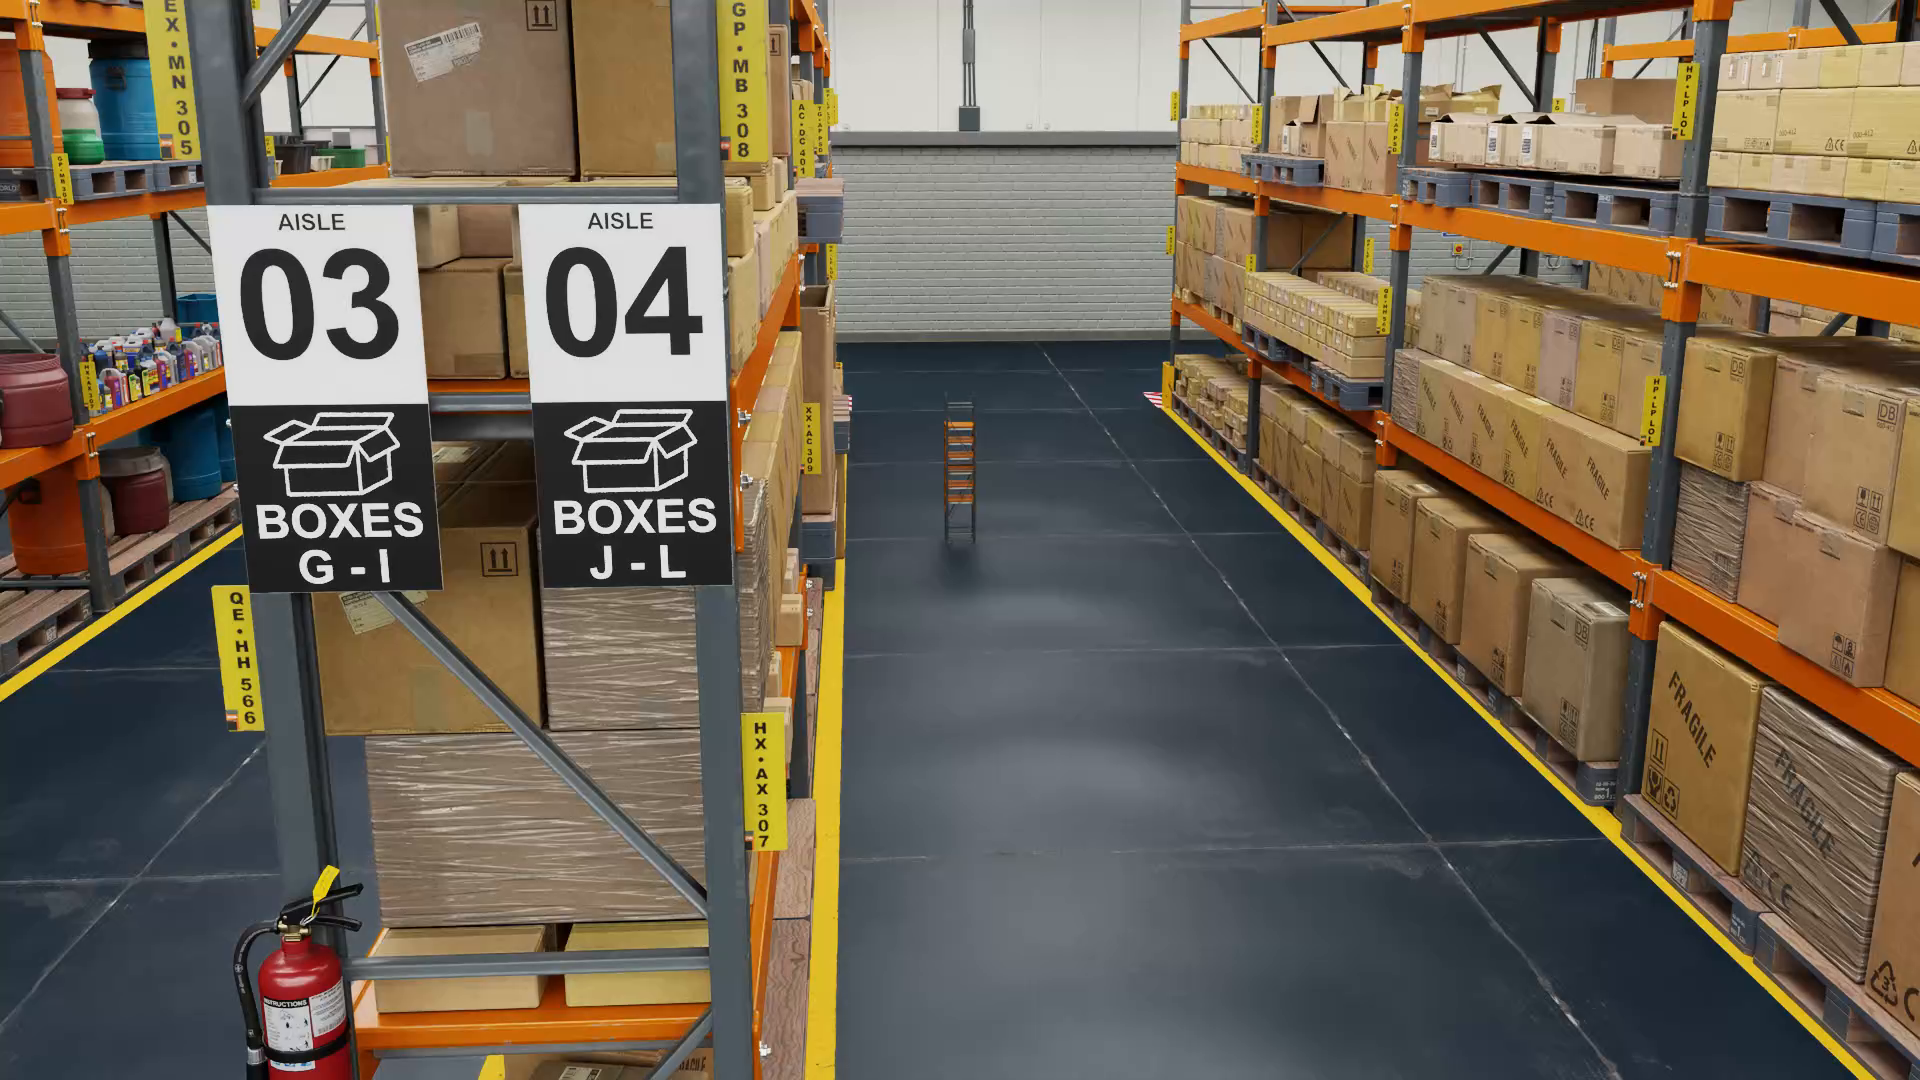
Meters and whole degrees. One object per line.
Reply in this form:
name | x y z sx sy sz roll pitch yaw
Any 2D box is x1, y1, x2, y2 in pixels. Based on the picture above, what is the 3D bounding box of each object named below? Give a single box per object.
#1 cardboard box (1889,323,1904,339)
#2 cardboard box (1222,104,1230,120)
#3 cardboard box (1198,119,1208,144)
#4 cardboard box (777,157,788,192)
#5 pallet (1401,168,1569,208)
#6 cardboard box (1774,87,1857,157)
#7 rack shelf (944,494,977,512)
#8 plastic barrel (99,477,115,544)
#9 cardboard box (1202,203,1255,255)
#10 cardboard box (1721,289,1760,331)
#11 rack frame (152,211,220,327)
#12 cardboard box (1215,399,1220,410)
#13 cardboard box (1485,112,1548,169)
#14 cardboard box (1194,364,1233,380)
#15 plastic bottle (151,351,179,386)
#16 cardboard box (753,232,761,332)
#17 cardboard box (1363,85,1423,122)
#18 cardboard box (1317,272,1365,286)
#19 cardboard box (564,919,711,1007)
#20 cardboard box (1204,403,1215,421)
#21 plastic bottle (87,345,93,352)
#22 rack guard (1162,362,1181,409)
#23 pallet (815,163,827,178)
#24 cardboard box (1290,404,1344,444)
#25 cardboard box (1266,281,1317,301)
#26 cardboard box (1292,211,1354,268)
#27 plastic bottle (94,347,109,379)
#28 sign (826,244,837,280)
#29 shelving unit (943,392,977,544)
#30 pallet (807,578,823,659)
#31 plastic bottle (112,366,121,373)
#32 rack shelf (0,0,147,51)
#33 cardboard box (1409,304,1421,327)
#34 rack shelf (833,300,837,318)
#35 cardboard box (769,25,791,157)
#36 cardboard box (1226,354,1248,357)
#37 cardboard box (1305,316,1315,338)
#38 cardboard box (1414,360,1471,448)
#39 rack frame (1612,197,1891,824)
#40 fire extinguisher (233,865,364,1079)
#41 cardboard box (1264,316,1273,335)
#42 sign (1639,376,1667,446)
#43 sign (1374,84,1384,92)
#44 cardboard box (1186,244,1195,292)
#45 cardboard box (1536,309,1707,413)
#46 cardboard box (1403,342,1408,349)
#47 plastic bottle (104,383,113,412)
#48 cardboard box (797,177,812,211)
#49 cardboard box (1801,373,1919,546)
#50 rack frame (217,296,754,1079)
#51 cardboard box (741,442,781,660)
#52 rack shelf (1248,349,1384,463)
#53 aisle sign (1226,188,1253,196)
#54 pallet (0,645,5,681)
cardboard box | 8.014 -1.848 13.985 0.500 0.250 0.500 -1 14 -5
cardboard box | 2.838 -4.281 16.624 0.380 0.149 0.250 -1 14 -4
cardboard box | 2.808 -4.319 17.572 0.500 0.250 0.500 -1 14 -3
cardboard box | -0.917 -1.527 6.922 0.380 0.149 0.250 0 14 -2
pallet | 3.576 -2.278 10.721 1.213 0.211 1.003 0 14 -1
cardboard box | 3.515 -1.606 6.390 0.500 0.250 0.500 -1 14 -4
rack shelf | 0.001 -0.302 13.434 0.258 0.103 0.180 -1 14 -3
plastic barrel | -6.588 -0.207 12.463 0.421 0.512 0.421 0 14 0
cardboard box | 2.833 -3.245 17.315 0.500 0.500 0.500 -1 14 -5
cardboard box | 7.886 -2.333 16.372 0.500 0.500 0.500 -1 14 -3
rack frame | -6.665 -1.943 15.059 1.000 3.000 0.127 -1 14 -3
cardboard box | 2.886 -1.439 17.380 0.380 0.149 0.250 -2 15 -6
cardboard box | 3.372 -2.302 9.569 0.500 0.311 0.500 -1 14 -4
cardboard box | 2.804 -1.849 18.379 0.380 0.149 0.250 -2 15 -6
plastic bottle | -6.207 -1.346 12.986 0.152 0.276 0.135 -1 14 -3
cardboard box | -0.788 -0.667 4.382 0.500 0.250 0.500 -1 14 -5
cardboard box | 3.152 -3.172 12.079 0.396 0.266 0.258 -1 14 -3
cardboard box | 3.455 -2.344 15.085 0.380 0.149 0.250 0 14 -1
cardboard box | -0.757 1.012 4.078 0.380 0.149 0.250 -1 14 -3
cardboard box | 2.810 -1.369 17.706 0.380 0.149 0.250 -1 14 -3
plastic bottle | -6.958 -1.419 13.278 0.097 0.271 0.097 0 14 0
rack guard | 2.992 -1.836 19.661 1.175 0.500 0.348 -1 14 -3
pallet | -1.566 -2.545 11.759 1.213 0.211 1.003 0 14 -1
cardboard box | 3.080 -0.980 13.984 0.500 0.250 0.500 0 14 -1
cardboard box | 2.851 -2.141 14.294 0.380 0.149 0.250 -1 14 -4
cardboard box | 3.451 -2.864 15.833 0.500 0.500 0.500 -1 14 -2
plastic bottle | -6.809 -1.397 13.193 0.097 0.271 0.097 0 14 0
sign | -1.180 -2.553 15.264 0.100 0.325 0.005 -1 14 -3
shelving unit | 0.001 -0.577 13.363 0.258 1.200 0.189 -1 14 -3
pallet | -1.426 0.520 11.082 1.003 0.211 1.213 -1 14 -3
plastic bottle | -6.190 -1.142 12.204 0.097 0.271 0.097 0 14 0
rack shelf | -6.541 -3.809 12.518 1.077 0.370 4.000 -1 14 -3
cardboard box | 3.618 -1.692 12.550 0.380 0.149 0.250 -1 14 -4
rack shelf | -1.845 -2.169 17.379 1.077 0.370 4.000 -1 14 -3
cardboard box | -0.943 -1.809 6.718 0.500 0.500 0.500 -1 14 -5
cardboard box | 3.274 -2.049 19.155 0.380 0.149 0.250 -1 14 -3
cardboard box | 2.933 -1.674 13.077 0.380 0.149 0.250 -1 14 -4
cardboard box | 3.276 -0.883 10.736 0.500 0.500 0.500 -1 14 -4
rack frame | 3.731 -0.082 7.824 1.000 3.000 0.127 -1 14 -3
fire extinguisher | -1.430 1.038 3.629 0.296 0.674 0.183 -1 14 -3
cardboard box | 2.850 -1.854 14.375 0.380 0.149 0.250 -1 14 -3
sign | 3.190 -0.593 7.647 0.100 0.325 0.005 -1 14 -3
sign | 3.789 -3.974 15.106 0.100 0.325 0.005 -1 14 -3
cardboard box | 2.798 -3.010 18.407 0.500 0.500 0.500 -1 14 -3
cardboard box | 3.630 -0.991 9.152 0.700 0.500 0.500 -1 14 -3
cardboard box | 3.605 -1.473 12.894 0.380 0.149 0.250 0 14 -1
plastic bottle | -6.107 -1.018 11.863 0.097 0.201 0.097 0 14 0
cardboard box | -1.126 -2.042 9.726 0.500 0.250 0.500 0 14 -2
cardboard box | 3.766 -0.313 6.257 0.875 0.550 0.550 -1 14 -3
rack frame | -0.978 0.965 3.757 1.000 3.000 0.127 -1 14 -3
cardboard box | -0.764 0.023 4.615 0.500 0.500 0.500 -1 14 -3
rack shelf | 3.360 -1.225 13.713 1.077 0.370 4.000 -1 14 -3
aisle sign | 3.283 -4.348 19.187 0.394 0.787 0.004 -1 14 -3
pallet | -6.335 0.898 9.613 1.003 0.211 1.213 -1 14 -3
